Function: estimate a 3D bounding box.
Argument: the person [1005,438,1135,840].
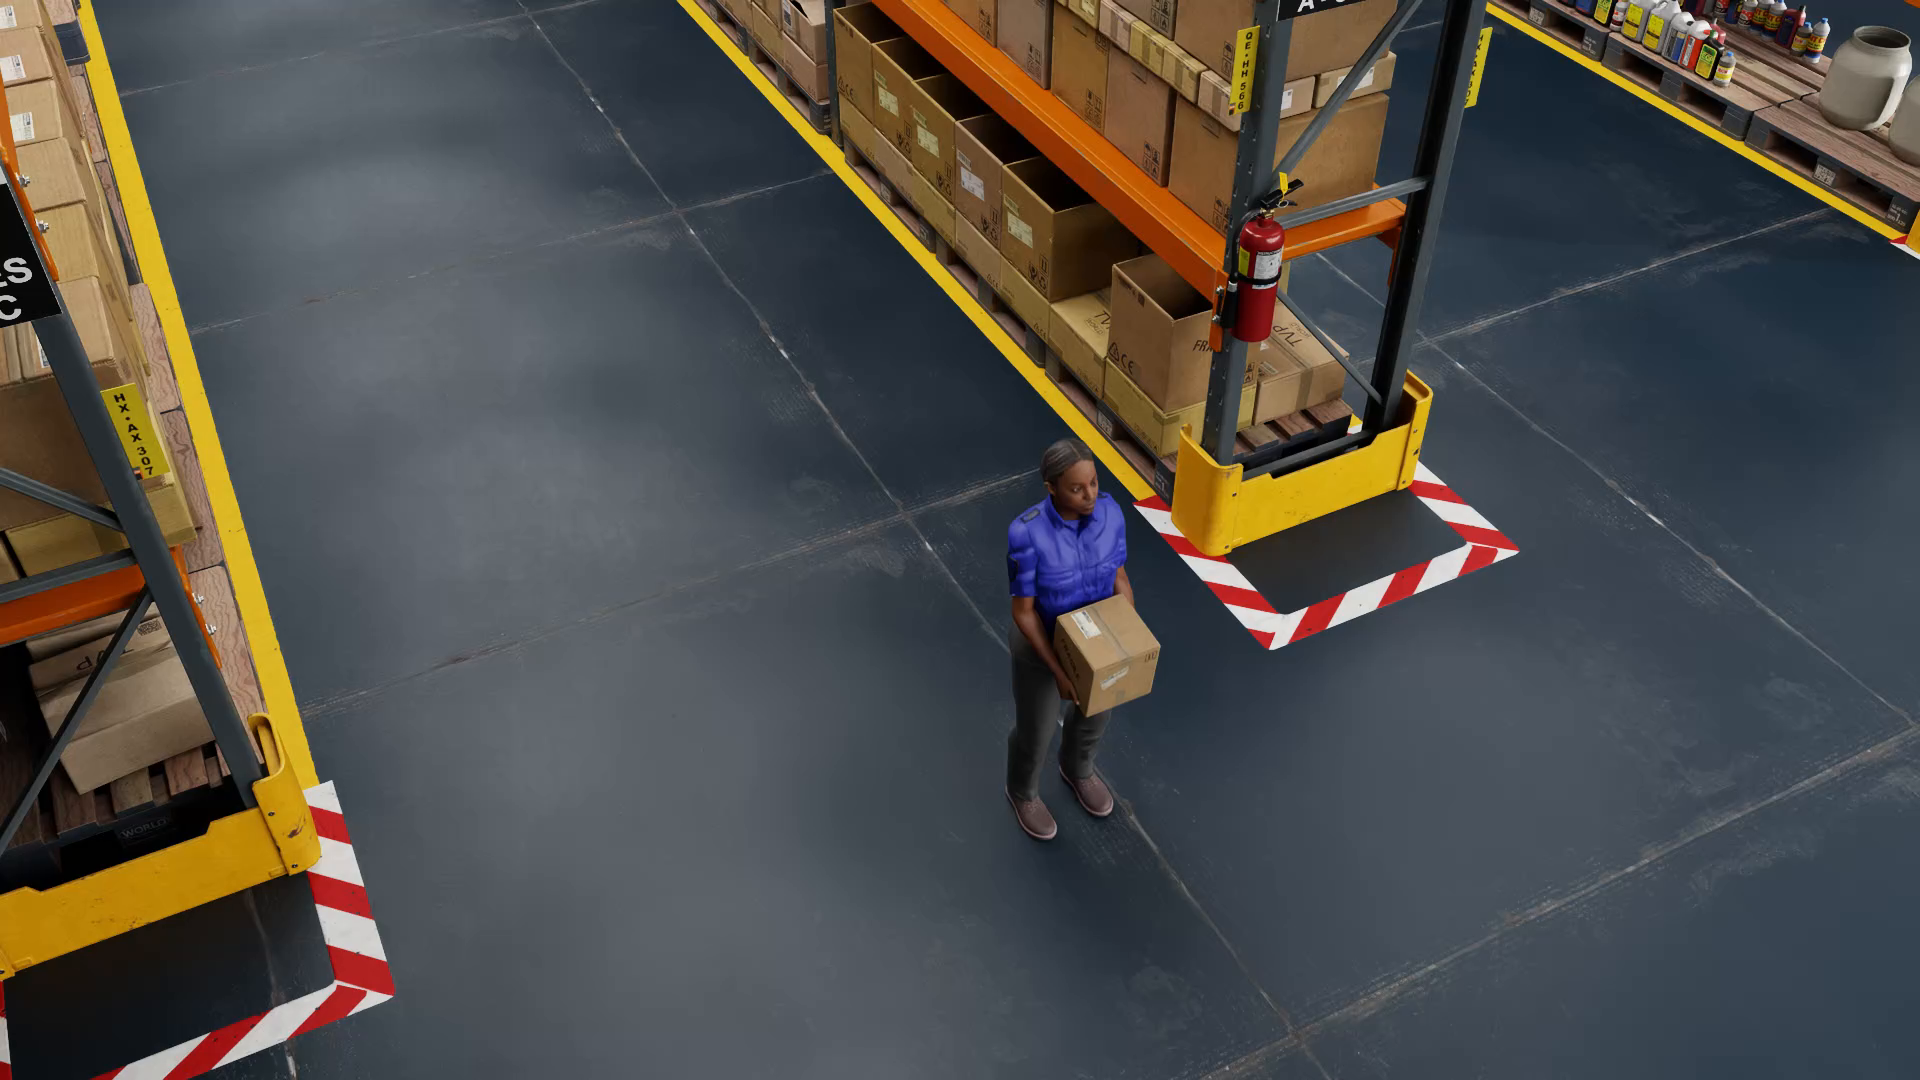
[{"bbox_3d":[0.395,0.401,5.717,0.450,1.646,0.517,-18,45,-20],"label":"person"}]
